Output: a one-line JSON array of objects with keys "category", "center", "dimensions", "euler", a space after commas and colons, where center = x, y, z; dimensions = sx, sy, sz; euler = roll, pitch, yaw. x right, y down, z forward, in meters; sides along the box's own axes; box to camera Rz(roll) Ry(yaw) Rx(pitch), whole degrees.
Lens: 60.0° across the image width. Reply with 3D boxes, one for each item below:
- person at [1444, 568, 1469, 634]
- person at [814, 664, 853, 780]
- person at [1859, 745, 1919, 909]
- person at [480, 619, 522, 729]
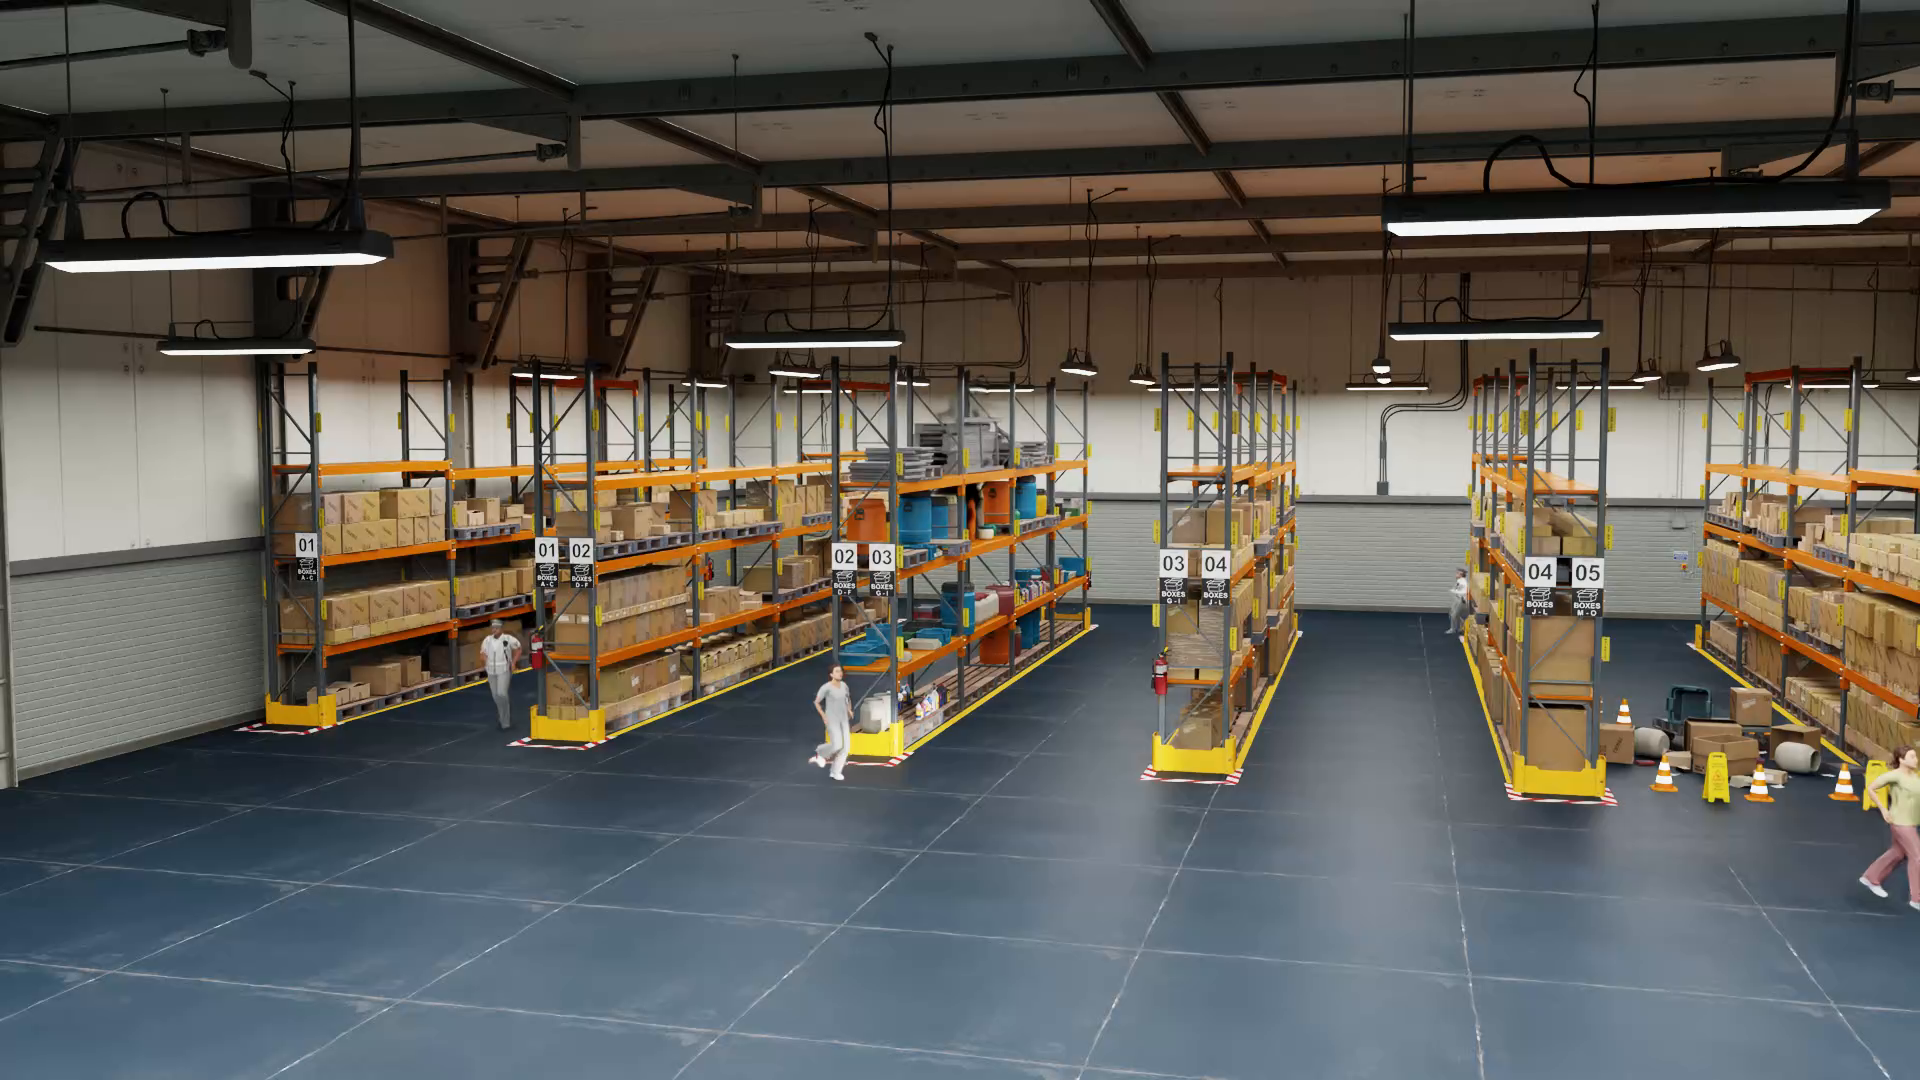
[{"category": "person", "center": [11.774, 1.439, 39.292], "dimensions": [0.555, 1.602, 0.847], "euler": [0, 4, 4]}, {"category": "person", "center": [-1.770, 2.550, 23.467], "dimensions": [0.576, 1.627, 0.574], "euler": [-3, 5, -38]}, {"category": "person", "center": [9.698, 2.946, 17.102], "dimensions": [0.557, 1.699, 0.881], "euler": [-3, 5, -34]}, {"category": "person", "center": [-7.604, 2.207, 27.414], "dimensions": [0.638, 1.839, 0.767], "euler": [0, 4, 7]}]
